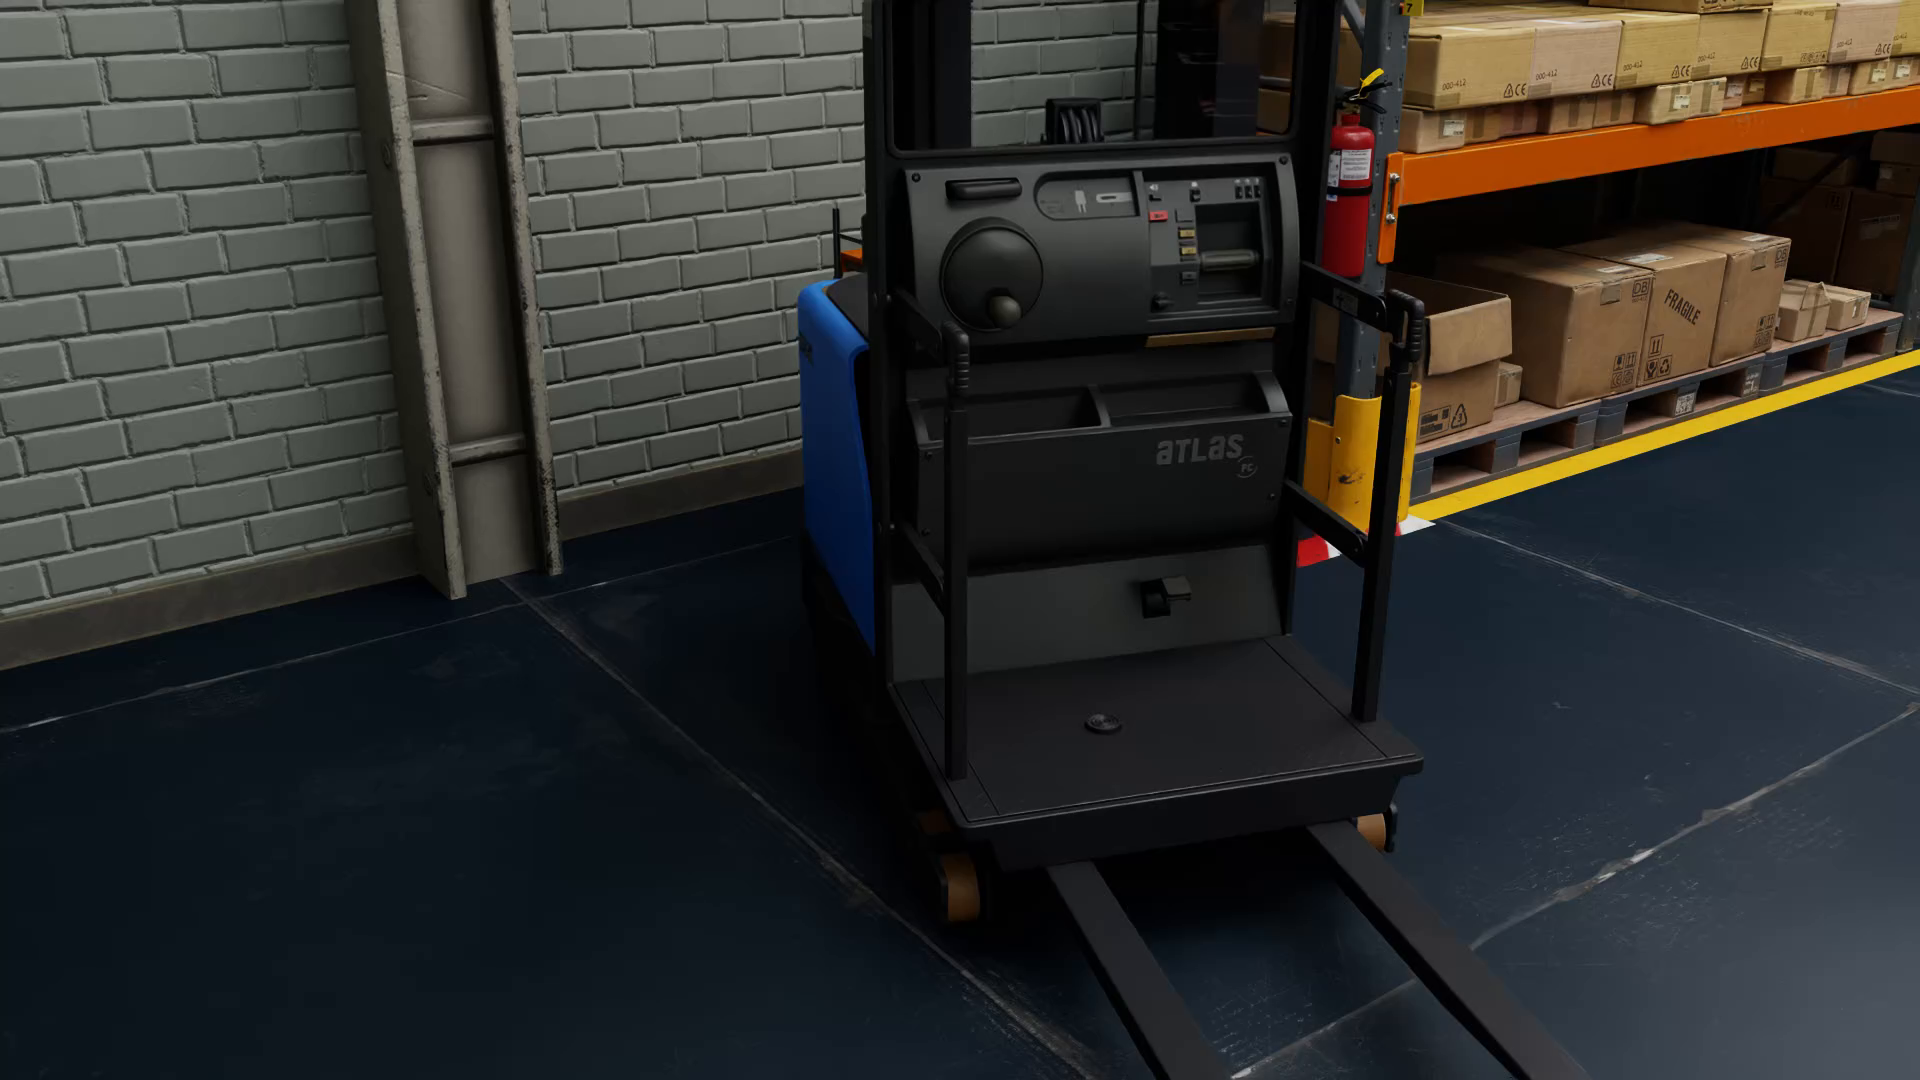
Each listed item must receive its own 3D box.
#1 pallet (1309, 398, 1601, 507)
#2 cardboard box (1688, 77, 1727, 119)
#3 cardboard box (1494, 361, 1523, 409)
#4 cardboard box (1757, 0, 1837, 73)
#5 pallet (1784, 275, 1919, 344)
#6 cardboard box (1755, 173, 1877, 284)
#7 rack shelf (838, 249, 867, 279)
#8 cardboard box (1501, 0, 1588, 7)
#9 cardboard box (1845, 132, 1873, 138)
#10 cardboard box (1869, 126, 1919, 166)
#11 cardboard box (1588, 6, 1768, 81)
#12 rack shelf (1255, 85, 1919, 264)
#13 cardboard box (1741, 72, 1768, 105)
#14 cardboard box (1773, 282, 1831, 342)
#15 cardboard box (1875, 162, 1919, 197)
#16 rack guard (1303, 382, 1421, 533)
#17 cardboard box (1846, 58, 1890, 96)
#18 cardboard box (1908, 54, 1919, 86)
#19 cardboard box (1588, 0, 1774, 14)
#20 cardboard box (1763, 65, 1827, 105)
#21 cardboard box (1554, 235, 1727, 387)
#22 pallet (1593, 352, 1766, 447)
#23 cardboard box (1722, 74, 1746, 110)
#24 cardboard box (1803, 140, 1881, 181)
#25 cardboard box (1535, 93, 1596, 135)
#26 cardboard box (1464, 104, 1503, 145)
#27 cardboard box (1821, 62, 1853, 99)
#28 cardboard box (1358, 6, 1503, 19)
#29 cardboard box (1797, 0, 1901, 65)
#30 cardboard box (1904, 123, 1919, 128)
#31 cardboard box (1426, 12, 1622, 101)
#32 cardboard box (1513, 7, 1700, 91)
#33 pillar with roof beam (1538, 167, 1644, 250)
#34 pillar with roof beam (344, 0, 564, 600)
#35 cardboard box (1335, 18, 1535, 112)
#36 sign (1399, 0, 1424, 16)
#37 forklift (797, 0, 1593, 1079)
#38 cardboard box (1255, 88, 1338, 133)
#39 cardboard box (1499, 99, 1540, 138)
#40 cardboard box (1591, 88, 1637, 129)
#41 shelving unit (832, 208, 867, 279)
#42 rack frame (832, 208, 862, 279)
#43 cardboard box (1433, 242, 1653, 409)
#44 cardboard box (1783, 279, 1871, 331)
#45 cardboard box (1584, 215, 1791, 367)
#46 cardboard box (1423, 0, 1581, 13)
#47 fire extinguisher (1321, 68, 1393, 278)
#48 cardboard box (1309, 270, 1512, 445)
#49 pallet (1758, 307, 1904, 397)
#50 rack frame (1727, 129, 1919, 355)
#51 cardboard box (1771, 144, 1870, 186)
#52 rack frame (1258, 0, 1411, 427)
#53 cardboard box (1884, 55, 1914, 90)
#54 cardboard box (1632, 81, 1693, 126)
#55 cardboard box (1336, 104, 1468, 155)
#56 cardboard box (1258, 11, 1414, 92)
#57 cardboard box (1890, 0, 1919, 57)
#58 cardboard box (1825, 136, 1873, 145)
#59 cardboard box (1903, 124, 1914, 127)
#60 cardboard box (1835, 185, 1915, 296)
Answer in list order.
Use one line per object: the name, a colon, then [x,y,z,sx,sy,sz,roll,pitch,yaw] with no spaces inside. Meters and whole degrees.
pallet: [1.837,-0.493,6.848,1.213,0.211,1.003,-15,26,-33]
cardboard box: [2.832,-1.798,6.694,0.250,0.149,0.380,-14,26,-32]
cardboard box: [2.048,-0.654,6.768,0.250,0.149,0.380,-16,27,-35]
cardboard box: [3.294,-2.133,6.995,0.500,0.250,0.500,-15,26,-33]
pallet: [5.014,-1.357,9.013,1.213,0.211,1.003,-15,26,-33]
cardboard box: [4.601,-1.694,8.901,0.500,0.500,0.500,-15,26,-33]
rack shelf: [-0.134,-0.886,5.439,0.480,0.148,0.258,-15,26,-33]
cardboard box: [2.596,-2.177,7.106,0.500,0.250,0.500,-15,26,-33]
cardboard box: [5.101,-2.144,9.152,0.250,0.149,0.380,-16,27,-35]
cardboard box: [4.787,-1.954,8.276,0.250,0.149,0.380,-15,26,-34]
cardboard box: [2.876,-2.022,6.717,0.500,0.250,0.500,-16,27,-34]
rack shelf: [2.752,-1.698,7.075,4.000,0.370,1.077,-15,26,-33]
cardboard box: [3.174,-1.942,7.055,0.250,0.149,0.380,-14,26,-32]
cardboard box: [3.805,-1.104,7.738,0.258,0.266,0.396,-14,26,-31]
cardboard box: [4.822,-1.798,8.285,0.250,0.149,0.380,-14,25,-30]
rack guard: [1.190,-0.455,6.361,0.348,0.500,1.175,-15,26,-33]
cardboard box: [3.869,-2.077,7.393,0.250,0.149,0.380,-14,26,-31]
cardboard box: [4.264,-2.203,7.709,0.250,0.149,0.380,-15,26,-32]
cardboard box: [2.872,-2.358,6.547,0.500,0.500,0.500,-14,26,-32]
cardboard box: [3.449,-1.964,7.111,0.250,0.149,0.380,-15,26,-34]
cardboard box: [2.885,-0.995,7.148,0.500,0.500,0.500,-14,26,-32]
pallet: [2.826,-0.756,7.506,1.213,0.211,1.003,-15,26,-33]
cardboard box: [3.001,-1.875,6.886,0.250,0.149,0.380,-15,26,-33]
cardboard box: [4.716,-2.025,8.855,0.250,0.149,0.380,-15,26,-33]
cardboard box: [2.169,-1.644,6.307,0.250,0.149,0.380,-14,26,-31]
cardboard box: [1.735,-1.540,6.047,0.250,0.149,0.380,-14,26,-32]
cardboard box: [3.640,-2.028,7.271,0.250,0.149,0.380,-14,26,-31]
cardboard box: [1.766,-1.958,6.558,0.500,0.250,0.500,-15,26,-33]
cardboard box: [3.707,-2.237,7.256,0.500,0.250,0.500,-15,26,-33]
cardboard box: [5.005,-2.007,8.407,0.250,0.149,0.380,-16,27,-35]
cardboard box: [2.063,-1.794,6.146,0.500,0.250,0.500,-15,26,-32]
cardboard box: [2.473,-1.905,6.423,0.500,0.250,0.500,-16,26,-34]
pillar with roof beam: [5.798,-4.077,3.971,0.400,9.000,9.100,-15,26,-33]
pillar with roof beam: [0.928,-2.778,0.716,0.400,9.000,9.100,-15,26,-33]
cardboard box: [1.654,-1.685,5.872,0.500,0.250,0.500,-15,26,-33]
sign: [1.446,-1.838,5.287,0.005,0.325,0.100,-15,26,-33]
forklift: [0.394,-0.657,3.588,1.130,2.935,3.031,-6,23,-15]
cardboard box: [1.241,-1.635,6.285,0.250,0.149,0.380,-15,26,-33]
cardboard box: [1.928,-1.607,6.216,0.250,0.149,0.380,-15,26,-34]
cardboard box: [2.381,-1.703,6.455,0.250,0.149,0.380,-14,26,-32]
shelving unit: [-0.134,-0.521,5.584,0.503,1.200,0.258,-15,26,-33]
rack frame: [-0.332,-0.469,5.452,0.015,1.200,0.240,-15,26,-33]
cardboard box: [2.397,-0.910,6.937,0.500,0.500,0.700,-14,26,-31]
cardboard box: [4.095,-1.127,7.953,0.250,0.149,0.380,-16,27,-34]
cardboard box: [3.240,-1.135,7.500,0.500,0.500,0.700,-16,27,-35]
cardboard box: [2.171,-2.064,6.823,0.500,0.250,0.500,-14,26,-31]
fire extinguisher: [1.279,-1.219,5.512,0.183,0.674,0.296,-15,26,-33]
cardboard box: [1.680,-0.739,6.502,0.637,0.503,0.797,-16,27,-35]
pallet: [3.818,-1.021,8.171,1.213,0.211,1.003,-15,26,-33]
rack frame: [4.376,-2.465,8.026,0.127,3.000,1.000,-15,26,-33]
cardboard box: [4.506,-1.967,8.708,0.250,0.149,0.380,-16,27,-35]
rack frame: [1.129,-1.599,5.856,0.127,3.000,1.000,-15,26,-33]
cardboard box: [4.066,-2.140,7.552,0.250,0.149,0.380,-14,26,-31]
cardboard box: [2.630,-1.735,6.536,0.250,0.149,0.380,-16,27,-34]
cardboard box: [1.556,-1.471,5.875,0.250,0.149,0.380,-15,26,-33]
cardboard box: [1.347,-1.847,6.279,0.500,0.250,0.500,-14,26,-31]
cardboard box: [4.105,-2.350,7.539,0.500,0.250,0.500,-14,26,-32]
cardboard box: [4.909,-2.080,8.993,0.250,0.149,0.380,-15,26,-32]
cardboard box: [5.532,-2.260,9.443,0.250,0.149,0.380,-14,26,-32]
cardboard box: [4.900,-1.536,8.504,0.500,0.500,0.500,-14,25,-31]
